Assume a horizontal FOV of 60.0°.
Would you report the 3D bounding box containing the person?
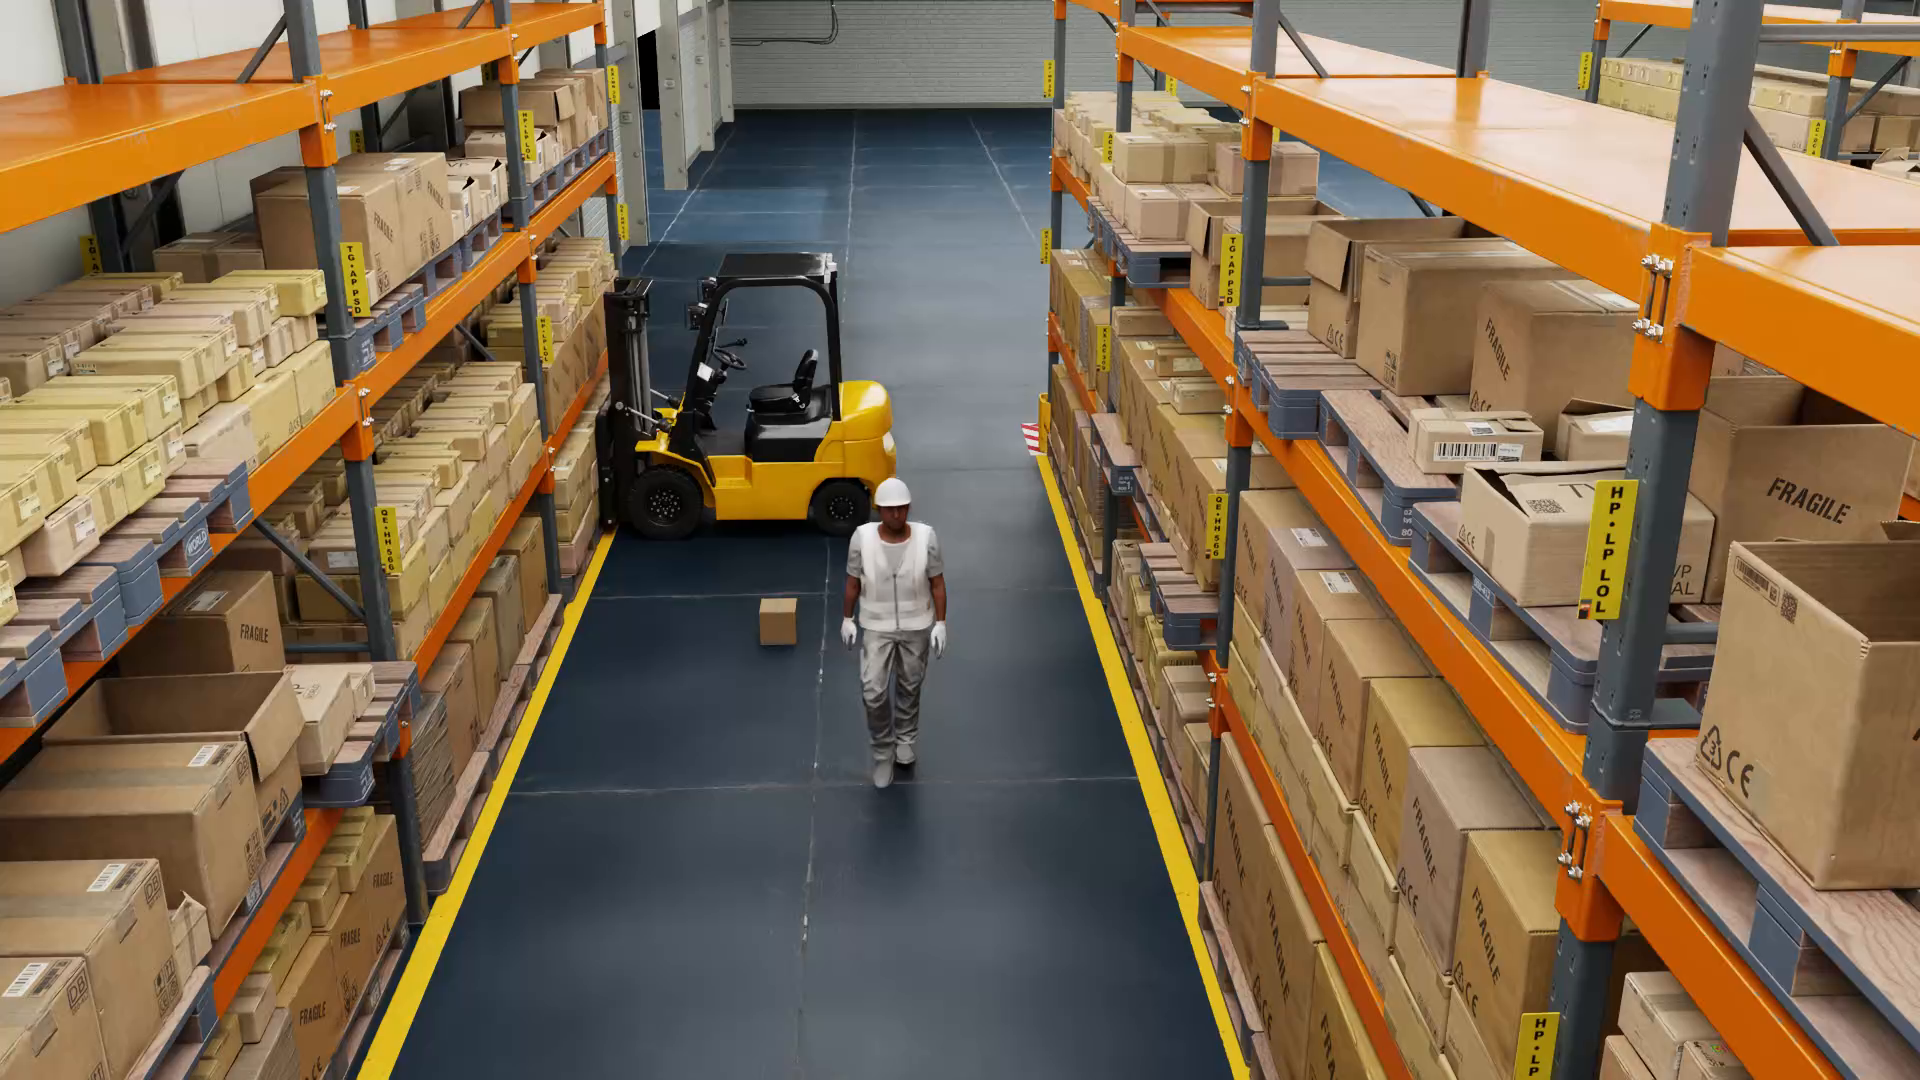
[{"bbox_3d":[-0.374,0.539,9.600,0.604,1.843,0.502,-3,20,-7],"label":"person"}]
